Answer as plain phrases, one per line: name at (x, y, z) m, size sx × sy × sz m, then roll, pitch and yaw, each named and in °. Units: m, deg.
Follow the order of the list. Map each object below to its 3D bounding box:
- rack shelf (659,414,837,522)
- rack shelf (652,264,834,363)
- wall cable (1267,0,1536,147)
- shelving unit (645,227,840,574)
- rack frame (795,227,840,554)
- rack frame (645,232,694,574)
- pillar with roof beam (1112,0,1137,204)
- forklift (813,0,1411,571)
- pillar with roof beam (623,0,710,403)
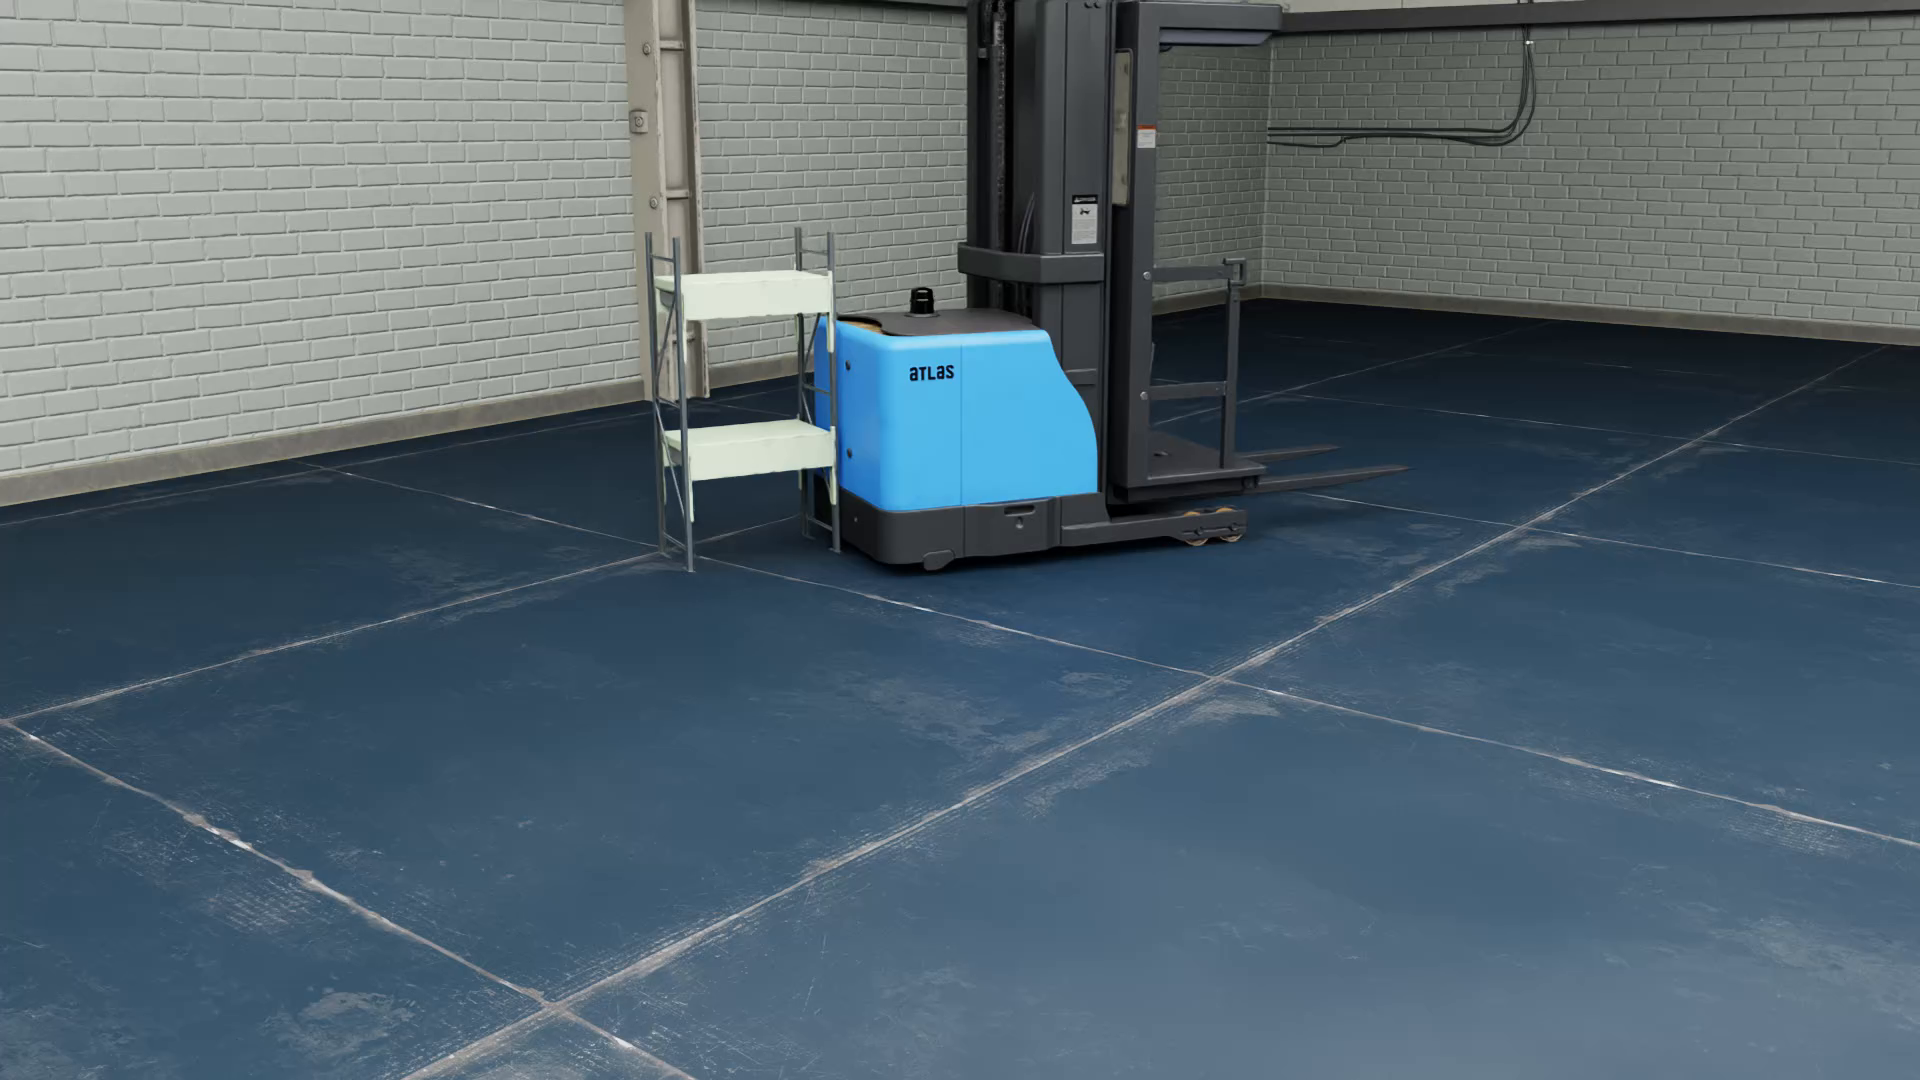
rack shelf at (-0.994, -0.347, 7.766) m, size 0.720 × 0.370 × 0.431 m, roll -8°, pitch 16°, yaw -28°
rack shelf at (-0.994, -1.041, 7.590) m, size 0.720 × 0.370 × 0.431 m, roll -8°, pitch 16°, yaw -28°
wall cable at (4.564, -5.408, 17.443) m, size 3.097 × 2.526 × 0.112 m, roll 11°, pitch 18°, yaw 38°
shelving unit at (-0.994, -0.663, 7.686) m, size 0.755 × 1.500 × 0.431 m, roll -8°, pitch 16°, yaw -28°
rack frame at (-0.673, -0.706, 7.858) m, size 0.023 × 1.500 × 0.400 m, roll -8°, pitch 16°, yaw -28°
rack frame at (-1.314, -0.619, 7.514) m, size 0.023 × 1.500 × 0.400 m, roll -8°, pitch 16°, yaw -28°
pillar with roof beam at (5.033, -5.888, 13.023) m, size 9.100 × 9.000 × 0.400 m, roll 11°, pitch 18°, yaw 38°
forklift at (0.843, -1.502, 8.084) m, size 3.031 × 2.935 × 1.130 m, roll -6°, pitch 16°, yaw -23°
pillar with roof beam at (1.262, -4.739, 8.500) m, size 9.100 × 9.000 × 0.400 m, roll 11°, pitch 18°, yaw 38°
